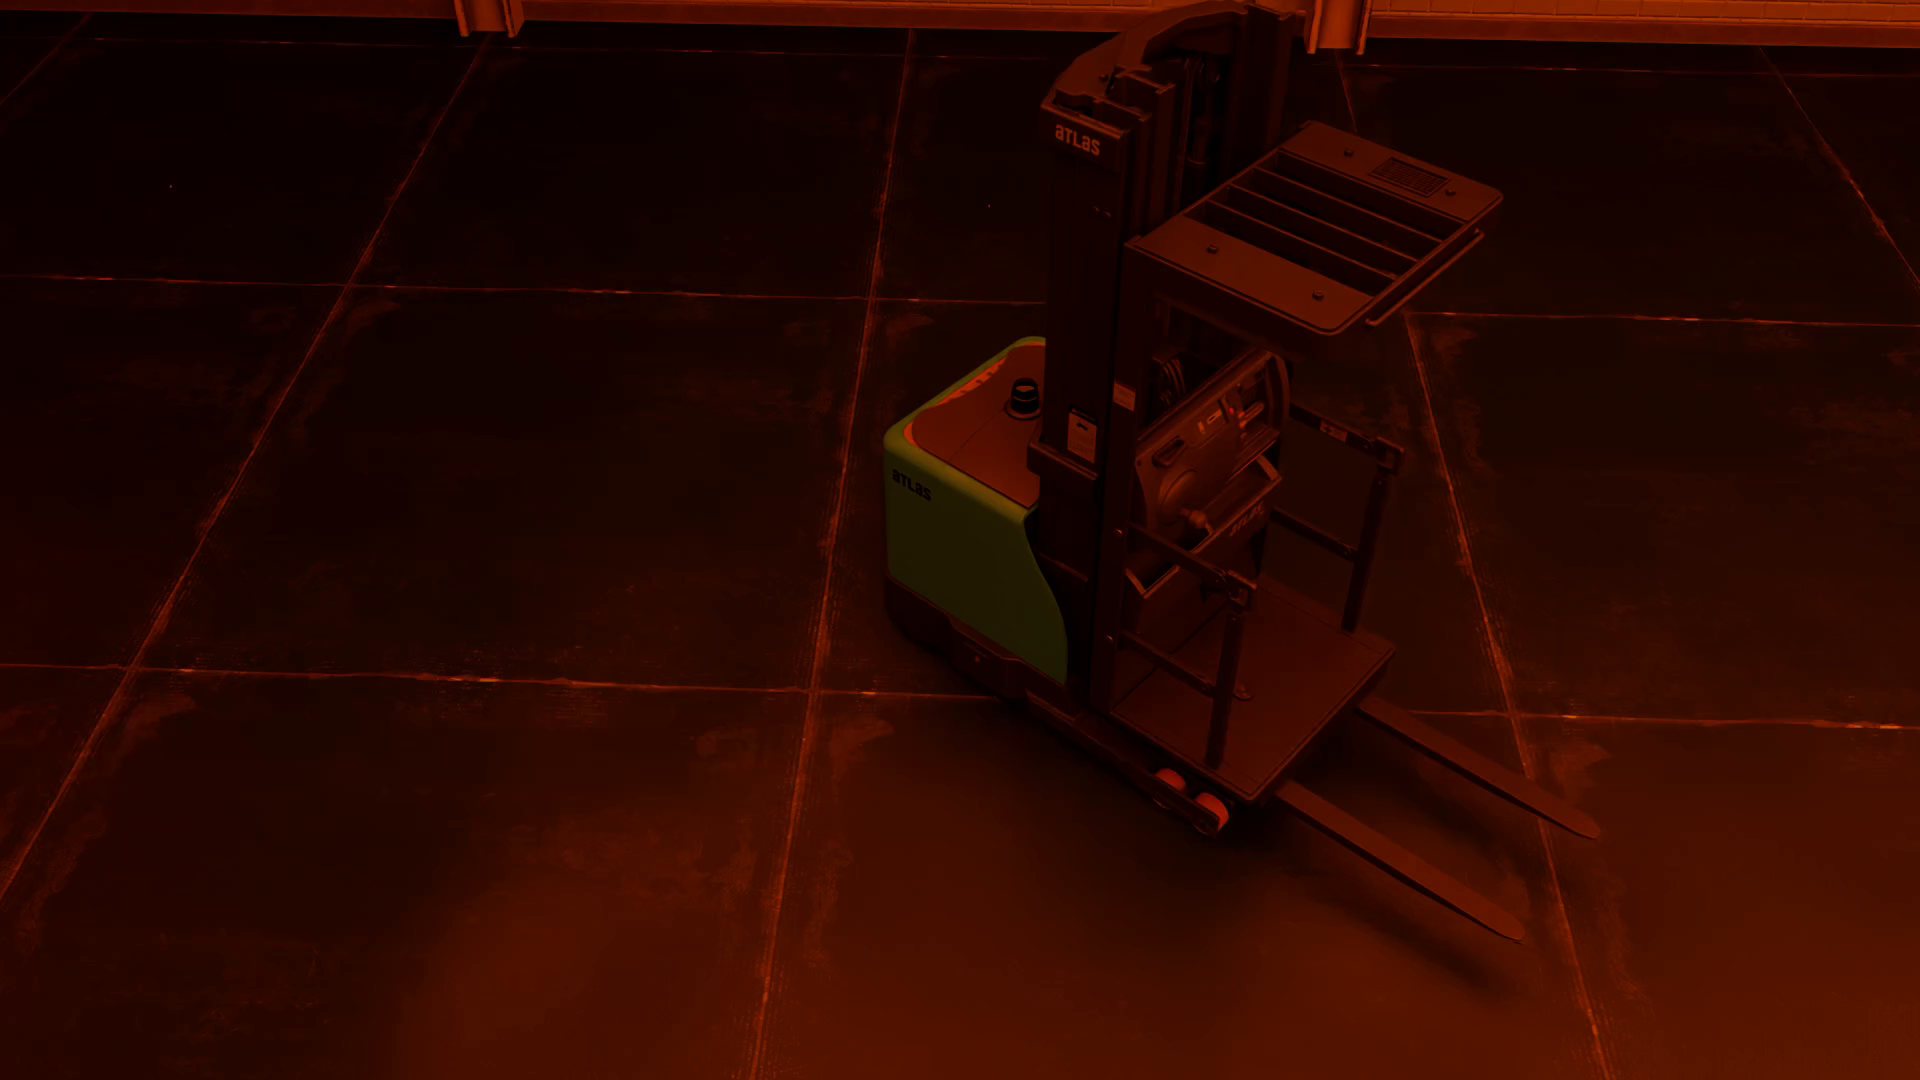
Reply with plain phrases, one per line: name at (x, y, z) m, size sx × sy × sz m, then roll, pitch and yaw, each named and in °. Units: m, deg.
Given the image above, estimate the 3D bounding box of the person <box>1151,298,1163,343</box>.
person at (0.800, -0.935, 7.739) m, size 0.741 × 1.625 × 0.342 m, roll 29°, pitch 50°, yaw 28°

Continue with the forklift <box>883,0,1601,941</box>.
forklift at (1.104, -0.314, 6.086) m, size 3.031 × 2.935 × 1.130 m, roll 31°, pitch 51°, yaw 29°
